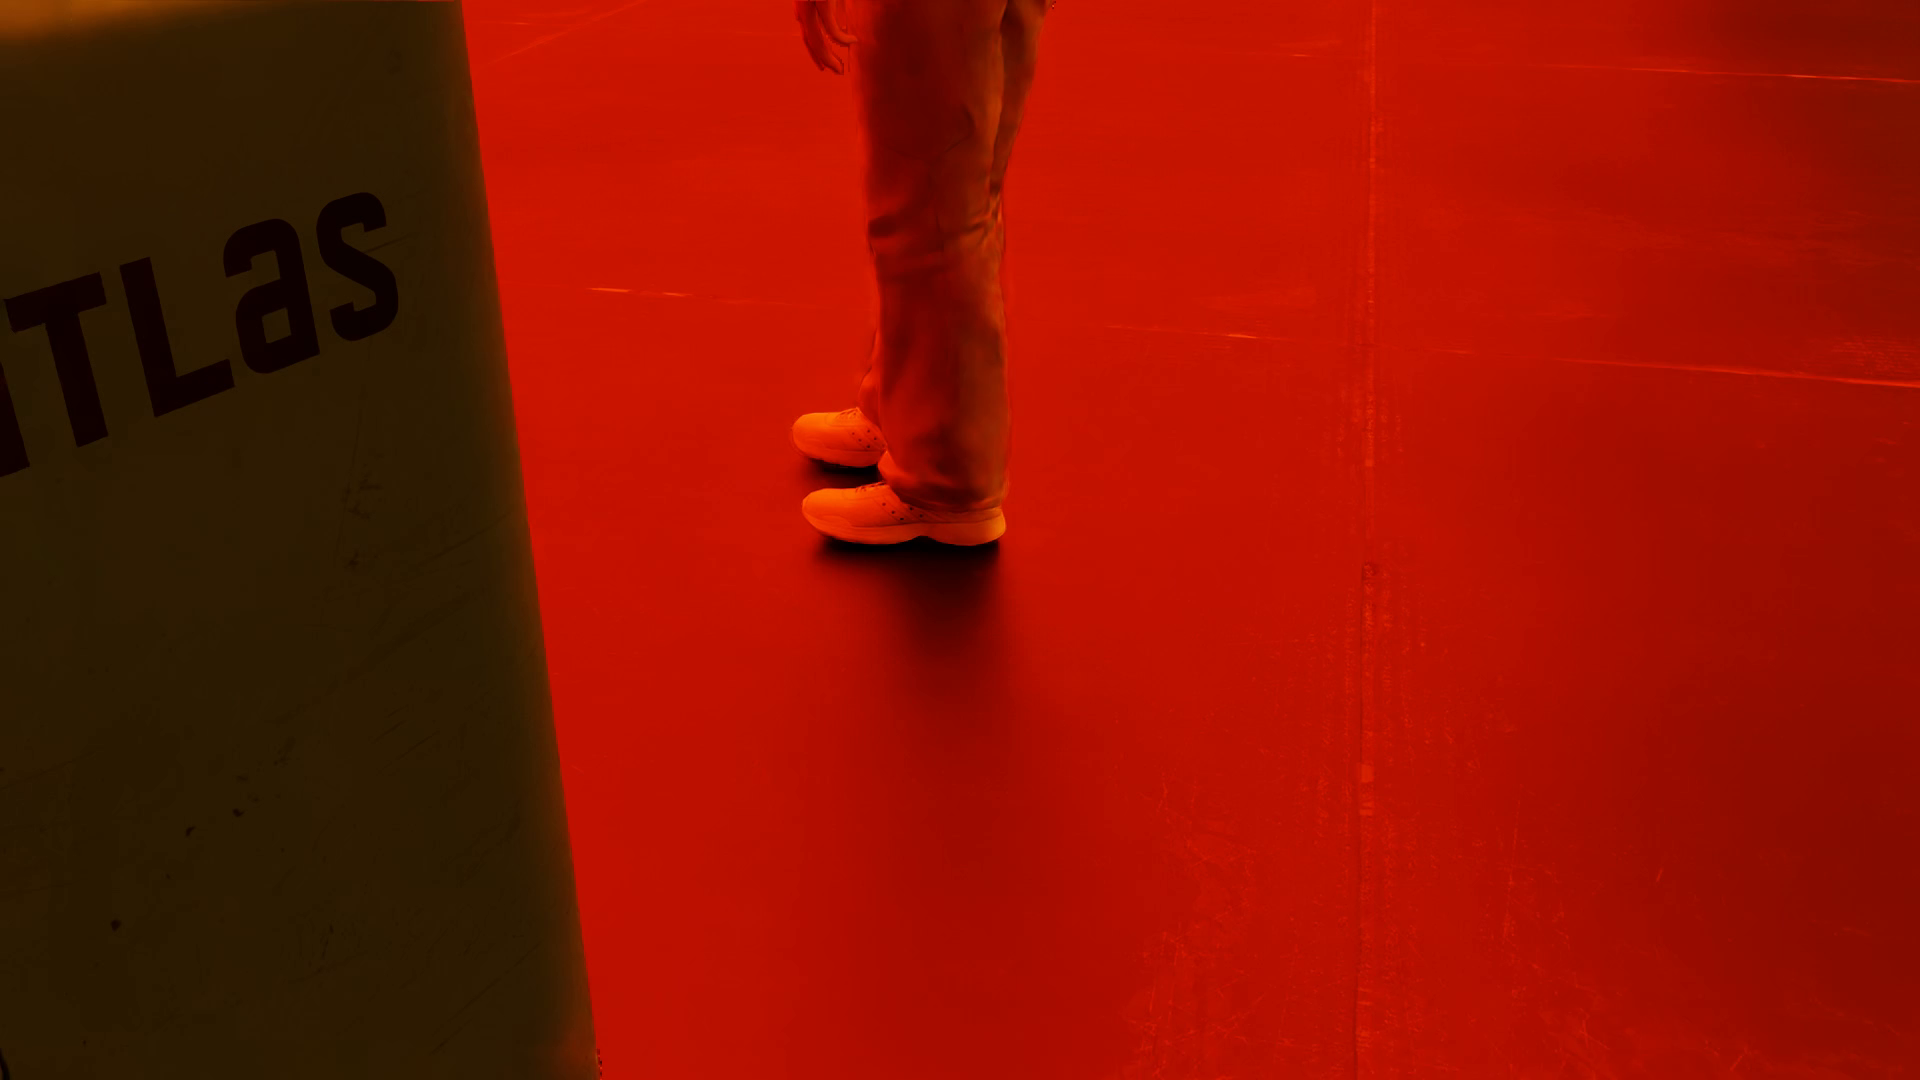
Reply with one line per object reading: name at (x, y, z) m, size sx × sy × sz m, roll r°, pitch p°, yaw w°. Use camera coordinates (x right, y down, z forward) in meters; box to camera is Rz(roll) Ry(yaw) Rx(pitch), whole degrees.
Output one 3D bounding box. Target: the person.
person at (-0.092, -0.775, 2.163) m, size 0.591 × 1.676 × 0.533 m, roll 14°, pitch 30°, yaw 25°
